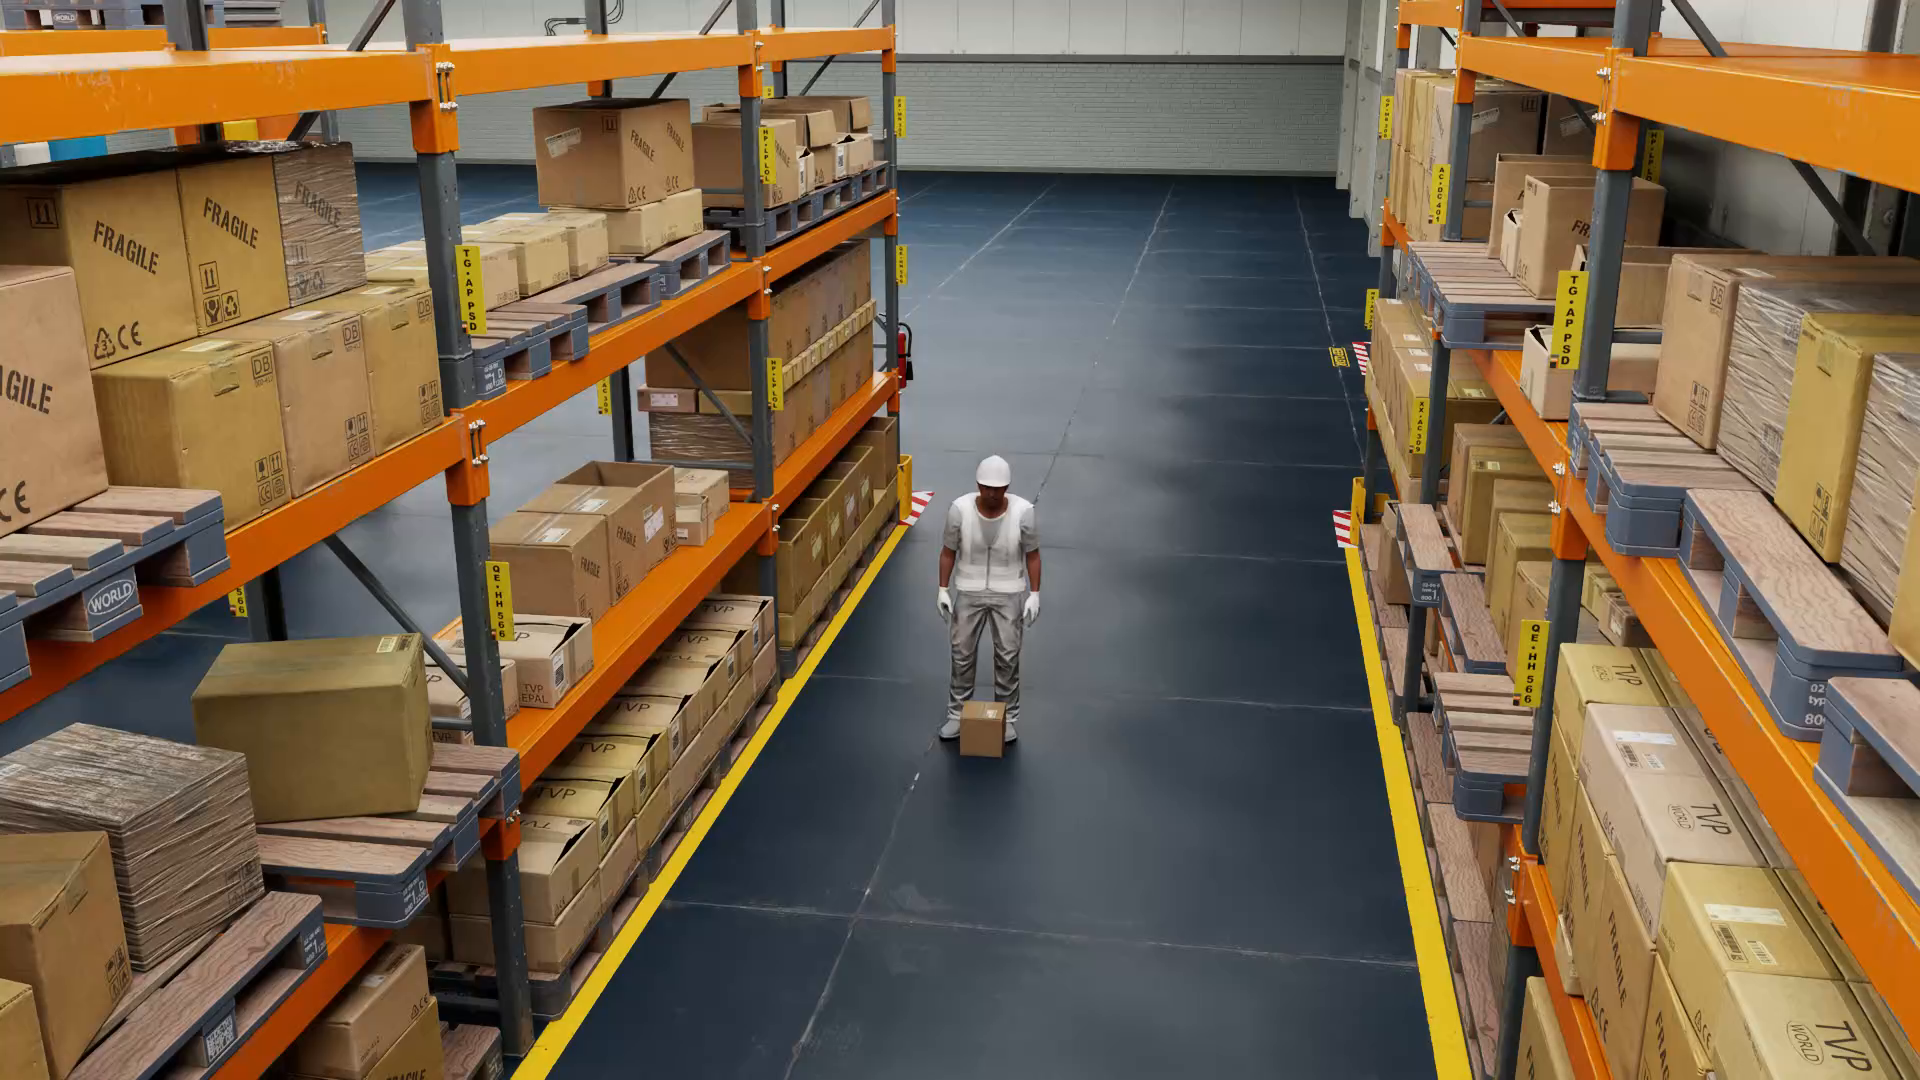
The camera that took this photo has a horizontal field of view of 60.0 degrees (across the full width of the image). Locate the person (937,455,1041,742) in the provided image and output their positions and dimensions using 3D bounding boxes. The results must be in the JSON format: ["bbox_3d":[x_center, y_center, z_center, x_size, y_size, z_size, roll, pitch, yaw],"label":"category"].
[{"bbox_3d":[0.173,0.341,9.969,0.623,1.771,0.450,2,18,5],"label":"person"}]
